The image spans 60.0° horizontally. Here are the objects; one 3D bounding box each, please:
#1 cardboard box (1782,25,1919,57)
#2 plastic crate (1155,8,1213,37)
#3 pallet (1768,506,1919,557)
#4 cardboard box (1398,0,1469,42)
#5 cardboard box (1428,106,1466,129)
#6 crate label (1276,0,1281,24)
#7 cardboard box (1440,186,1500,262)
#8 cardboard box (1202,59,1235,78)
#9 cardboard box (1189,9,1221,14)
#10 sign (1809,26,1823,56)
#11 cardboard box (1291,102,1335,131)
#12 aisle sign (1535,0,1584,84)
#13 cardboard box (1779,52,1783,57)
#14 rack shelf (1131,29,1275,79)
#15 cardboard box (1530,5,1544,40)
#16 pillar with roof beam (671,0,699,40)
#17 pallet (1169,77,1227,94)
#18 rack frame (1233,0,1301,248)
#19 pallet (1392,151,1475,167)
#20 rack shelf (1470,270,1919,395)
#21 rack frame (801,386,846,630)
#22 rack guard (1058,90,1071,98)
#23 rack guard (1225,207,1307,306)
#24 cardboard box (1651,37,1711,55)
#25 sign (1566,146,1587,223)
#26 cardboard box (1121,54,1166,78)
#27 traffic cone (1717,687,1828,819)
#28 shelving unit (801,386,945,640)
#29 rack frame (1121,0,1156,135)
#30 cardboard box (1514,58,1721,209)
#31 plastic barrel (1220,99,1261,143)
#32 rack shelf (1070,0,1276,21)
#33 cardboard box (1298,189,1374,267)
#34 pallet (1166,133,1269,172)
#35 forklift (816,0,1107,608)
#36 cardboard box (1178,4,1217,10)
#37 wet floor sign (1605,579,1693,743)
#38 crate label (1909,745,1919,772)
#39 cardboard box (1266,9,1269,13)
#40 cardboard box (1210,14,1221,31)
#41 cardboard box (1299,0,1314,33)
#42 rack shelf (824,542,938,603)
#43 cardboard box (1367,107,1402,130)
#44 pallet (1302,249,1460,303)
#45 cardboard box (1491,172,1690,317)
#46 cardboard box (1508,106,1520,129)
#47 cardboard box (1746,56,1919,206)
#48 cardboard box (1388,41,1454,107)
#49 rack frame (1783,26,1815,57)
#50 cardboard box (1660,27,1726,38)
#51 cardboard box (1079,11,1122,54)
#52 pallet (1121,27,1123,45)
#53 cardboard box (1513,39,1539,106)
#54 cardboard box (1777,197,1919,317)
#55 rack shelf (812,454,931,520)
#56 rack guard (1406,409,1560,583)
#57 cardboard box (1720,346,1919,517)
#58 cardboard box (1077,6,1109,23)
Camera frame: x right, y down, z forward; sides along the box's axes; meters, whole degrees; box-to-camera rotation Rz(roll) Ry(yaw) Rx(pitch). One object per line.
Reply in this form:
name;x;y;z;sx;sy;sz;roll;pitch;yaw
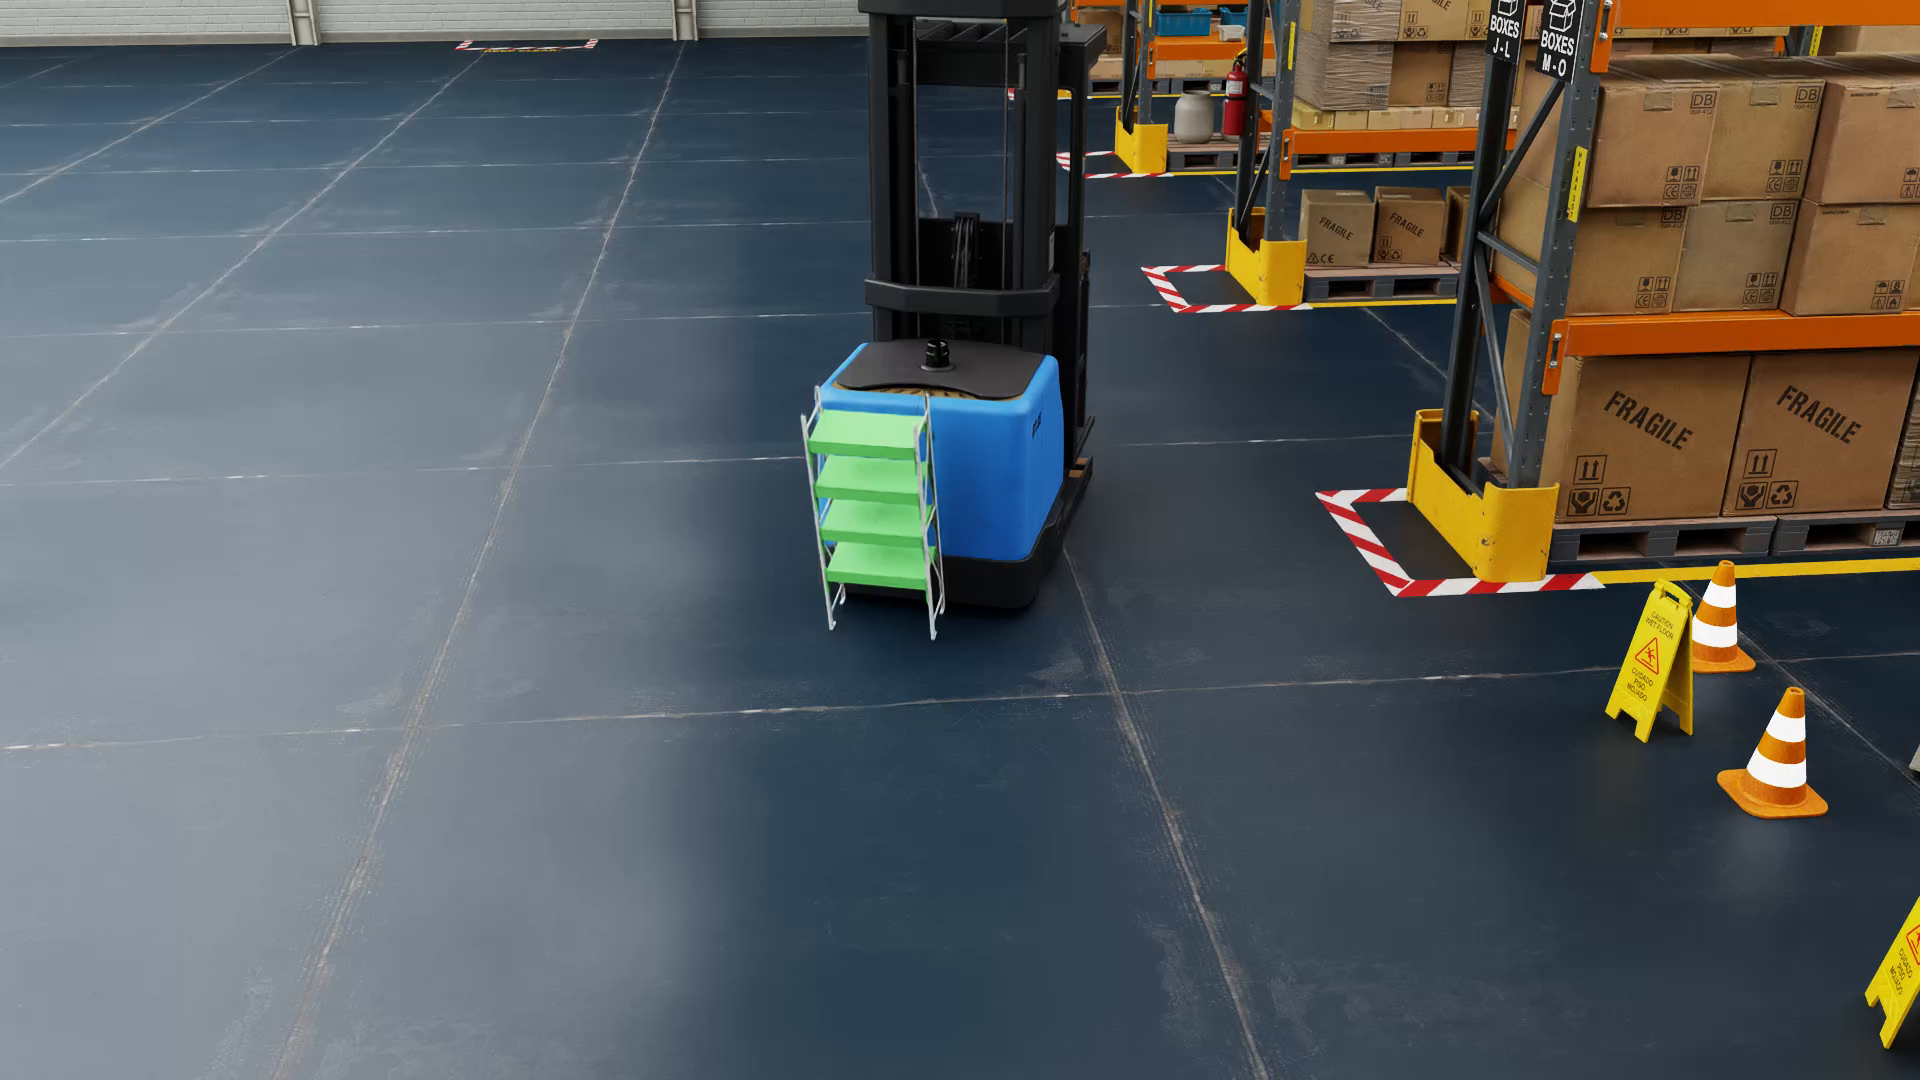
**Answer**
cardboard box;7.133;-4.008;12.818;1.000;1.000;1.000;-2;24;-5
plastic crate;2.330;-5.482;17.573;0.616;0.251;0.499;-2;24;-5
pallet;4.734;-0.235;9.018;1.213;0.211;1.003;-2;24;-5
cardboard box;3.420;-3.974;12.278;0.500;0.500;0.500;-2;24;-5
cardboard box;3.652;-3.239;12.652;0.250;0.149;0.380;-2;24;-5
crate label;3.666;-5.608;17.630;0.616;0.435;0.502;-2;24;-5
cardboard box;4.187;-2.530;13.309;0.500;0.500;0.500;0;24;0
cardboard box;3.426;-6.337;22.183;0.500;0.250;0.500;-2;24;-5
cardboard box;3.374;-6.896;22.517;0.500;0.500;0.500;-2;24;-5
sign;6.389;-3.743;12.412;0.005;0.325;0.100;-2;24;-5
cardboard box;2.655;-3.207;12.581;0.250;0.149;0.380;-2;24;-5
aisle sign;2.694;-2.462;7.395;0.004;0.787;0.394;-2;24;-5
cardboard box;11.359;-6.756;22.792;0.500;0.500;0.500;-3;24;-7
rack shelf;3.851;-5.160;17.551;4.000;0.370;1.077;-2;24;-5
cardboard box;4.415;-4.017;12.374;0.500;0.500;0.500;-2;24;-5
pillar with roof beam;-4.049;-10.552;21.412;0.400;9.000;9.100;-2;24;-5
pallet;3.346;-6.232;22.510;1.213;0.211;1.003;-2;24;-5
rack frame;2.348;-3.407;12.721;0.127;3.000;1.000;-2;24;-5
pallet;5.169;-4.284;18.129;1.213;0.211;1.003;-2;24;-5
rack shelf;4.725;-1.149;8.528;4.000;0.370;1.077;-2;24;-5
rack frame;-0.612;-0.124;7.512;0.015;1.200;0.240;5;39;11
rack guard;1.354;-6.268;22.236;0.348;0.500;1.175;-2;24;-5
rack guard;2.424;-2.268;13.236;0.348;0.500;1.175;-2;24;-5
cardboard box;5.374;-3.749;13.003;0.500;0.500;0.875;-2;24;-5
sign;2.783;-1.605;7.505;0.005;0.325;0.100;-2;24;-5
cardboard box;2.431;-6.299;22.098;0.500;0.250;0.500;-2;24;-5
traffic cone;3.176;0.784;6.415;0.334;0.463;0.336;-2;24;-5
shelving unit;-0.373;-0.104;7.465;0.503;1.200;0.258;5;39;11
rack frame;1.861;-5.409;17.226;0.127;3.000;1.000;-2;24;-5
cardboard box;3.108;-1.959;7.950;0.550;0.550;0.875;-2;24;-5
plastic barrel;3.007;-4.541;17.819;0.421;0.512;0.421;0;24;0
rack shelf;3.368;-7.162;22.056;4.000;0.370;1.077;-2;24;-5
cardboard box;2.971;-2.475;13.185;0.500;0.500;0.500;2;24;5
pallet;2.741;-4.187;17.910;1.213;0.211;1.003;-2;24;-5
forklift;0.138;-1.589;8.716;1.130;2.935;3.031;5;24;12
cardboard box;3.839;-8.574;26.883;0.500;0.500;0.500;-4;24;-9
wet floor sign;2.901;0.479;6.877;0.232;0.644;0.267;-6;25;-14
crate label;3.952;0.877;6.609;0.298;0.136;0.250;-16;29;-32
cardboard box;4.370;-6.934;22.602;0.500;0.500;0.500;-2;24;-5
cardboard box;3.426;-6.679;22.029;0.500;0.500;0.500;-2;24;-5
cardboard box;2.871;-4.167;12.712;0.500;0.500;0.500;-2;24;-5
rack shelf;-0.356;0.134;7.653;0.480;0.148;0.258;5;39;11
cardboard box;3.156;-3.213;12.595;0.250;0.149;0.380;-2;24;-5
pallet;3.235;-2.154;13.335;1.213;0.211;1.003;-2;24;-5
cardboard box;3.100;-1.500;8.246;0.550;0.550;0.875;-2;24;-5
cardboard box;4.157;-3.228;12.628;0.250;0.149;0.380;-2;24;-5
cardboard box;4.217;-1.986;8.010;0.550;0.550;0.875;-2;24;-5
cardboard box;3.384;-3.668;12.819;0.500;0.500;0.875;-2;24;-5
rack frame;6.329;-3.566;13.081;0.127;3.000;1.000;-2;24;-5
cardboard box;5.410;-4.055;12.460;0.500;0.500;0.500;-2;24;-5
cardboard box;1.882;-6.831;22.370;0.500;0.500;0.500;-2;24;-5
pallet;2.986;-8.207;26.955;1.213;0.211;1.003;-2;24;-5
cardboard box;4.384;-3.685;12.859;0.500;0.500;0.875;-2;24;-5
cardboard box;4.214;-1.502;8.251;0.550;0.550;0.875;-2;24;-5
rack shelf;-0.383;-0.242;7.357;0.480;0.148;0.258;5;39;11
rack guard;2.711;-0.255;8.707;0.348;0.500;1.175;-2;24;-5
cardboard box;4.279;-0.709;8.750;0.875;0.875;0.875;-3;24;-6
cardboard box;2.152;-8.399;26.723;0.500;0.311;0.500;0;24;-1
